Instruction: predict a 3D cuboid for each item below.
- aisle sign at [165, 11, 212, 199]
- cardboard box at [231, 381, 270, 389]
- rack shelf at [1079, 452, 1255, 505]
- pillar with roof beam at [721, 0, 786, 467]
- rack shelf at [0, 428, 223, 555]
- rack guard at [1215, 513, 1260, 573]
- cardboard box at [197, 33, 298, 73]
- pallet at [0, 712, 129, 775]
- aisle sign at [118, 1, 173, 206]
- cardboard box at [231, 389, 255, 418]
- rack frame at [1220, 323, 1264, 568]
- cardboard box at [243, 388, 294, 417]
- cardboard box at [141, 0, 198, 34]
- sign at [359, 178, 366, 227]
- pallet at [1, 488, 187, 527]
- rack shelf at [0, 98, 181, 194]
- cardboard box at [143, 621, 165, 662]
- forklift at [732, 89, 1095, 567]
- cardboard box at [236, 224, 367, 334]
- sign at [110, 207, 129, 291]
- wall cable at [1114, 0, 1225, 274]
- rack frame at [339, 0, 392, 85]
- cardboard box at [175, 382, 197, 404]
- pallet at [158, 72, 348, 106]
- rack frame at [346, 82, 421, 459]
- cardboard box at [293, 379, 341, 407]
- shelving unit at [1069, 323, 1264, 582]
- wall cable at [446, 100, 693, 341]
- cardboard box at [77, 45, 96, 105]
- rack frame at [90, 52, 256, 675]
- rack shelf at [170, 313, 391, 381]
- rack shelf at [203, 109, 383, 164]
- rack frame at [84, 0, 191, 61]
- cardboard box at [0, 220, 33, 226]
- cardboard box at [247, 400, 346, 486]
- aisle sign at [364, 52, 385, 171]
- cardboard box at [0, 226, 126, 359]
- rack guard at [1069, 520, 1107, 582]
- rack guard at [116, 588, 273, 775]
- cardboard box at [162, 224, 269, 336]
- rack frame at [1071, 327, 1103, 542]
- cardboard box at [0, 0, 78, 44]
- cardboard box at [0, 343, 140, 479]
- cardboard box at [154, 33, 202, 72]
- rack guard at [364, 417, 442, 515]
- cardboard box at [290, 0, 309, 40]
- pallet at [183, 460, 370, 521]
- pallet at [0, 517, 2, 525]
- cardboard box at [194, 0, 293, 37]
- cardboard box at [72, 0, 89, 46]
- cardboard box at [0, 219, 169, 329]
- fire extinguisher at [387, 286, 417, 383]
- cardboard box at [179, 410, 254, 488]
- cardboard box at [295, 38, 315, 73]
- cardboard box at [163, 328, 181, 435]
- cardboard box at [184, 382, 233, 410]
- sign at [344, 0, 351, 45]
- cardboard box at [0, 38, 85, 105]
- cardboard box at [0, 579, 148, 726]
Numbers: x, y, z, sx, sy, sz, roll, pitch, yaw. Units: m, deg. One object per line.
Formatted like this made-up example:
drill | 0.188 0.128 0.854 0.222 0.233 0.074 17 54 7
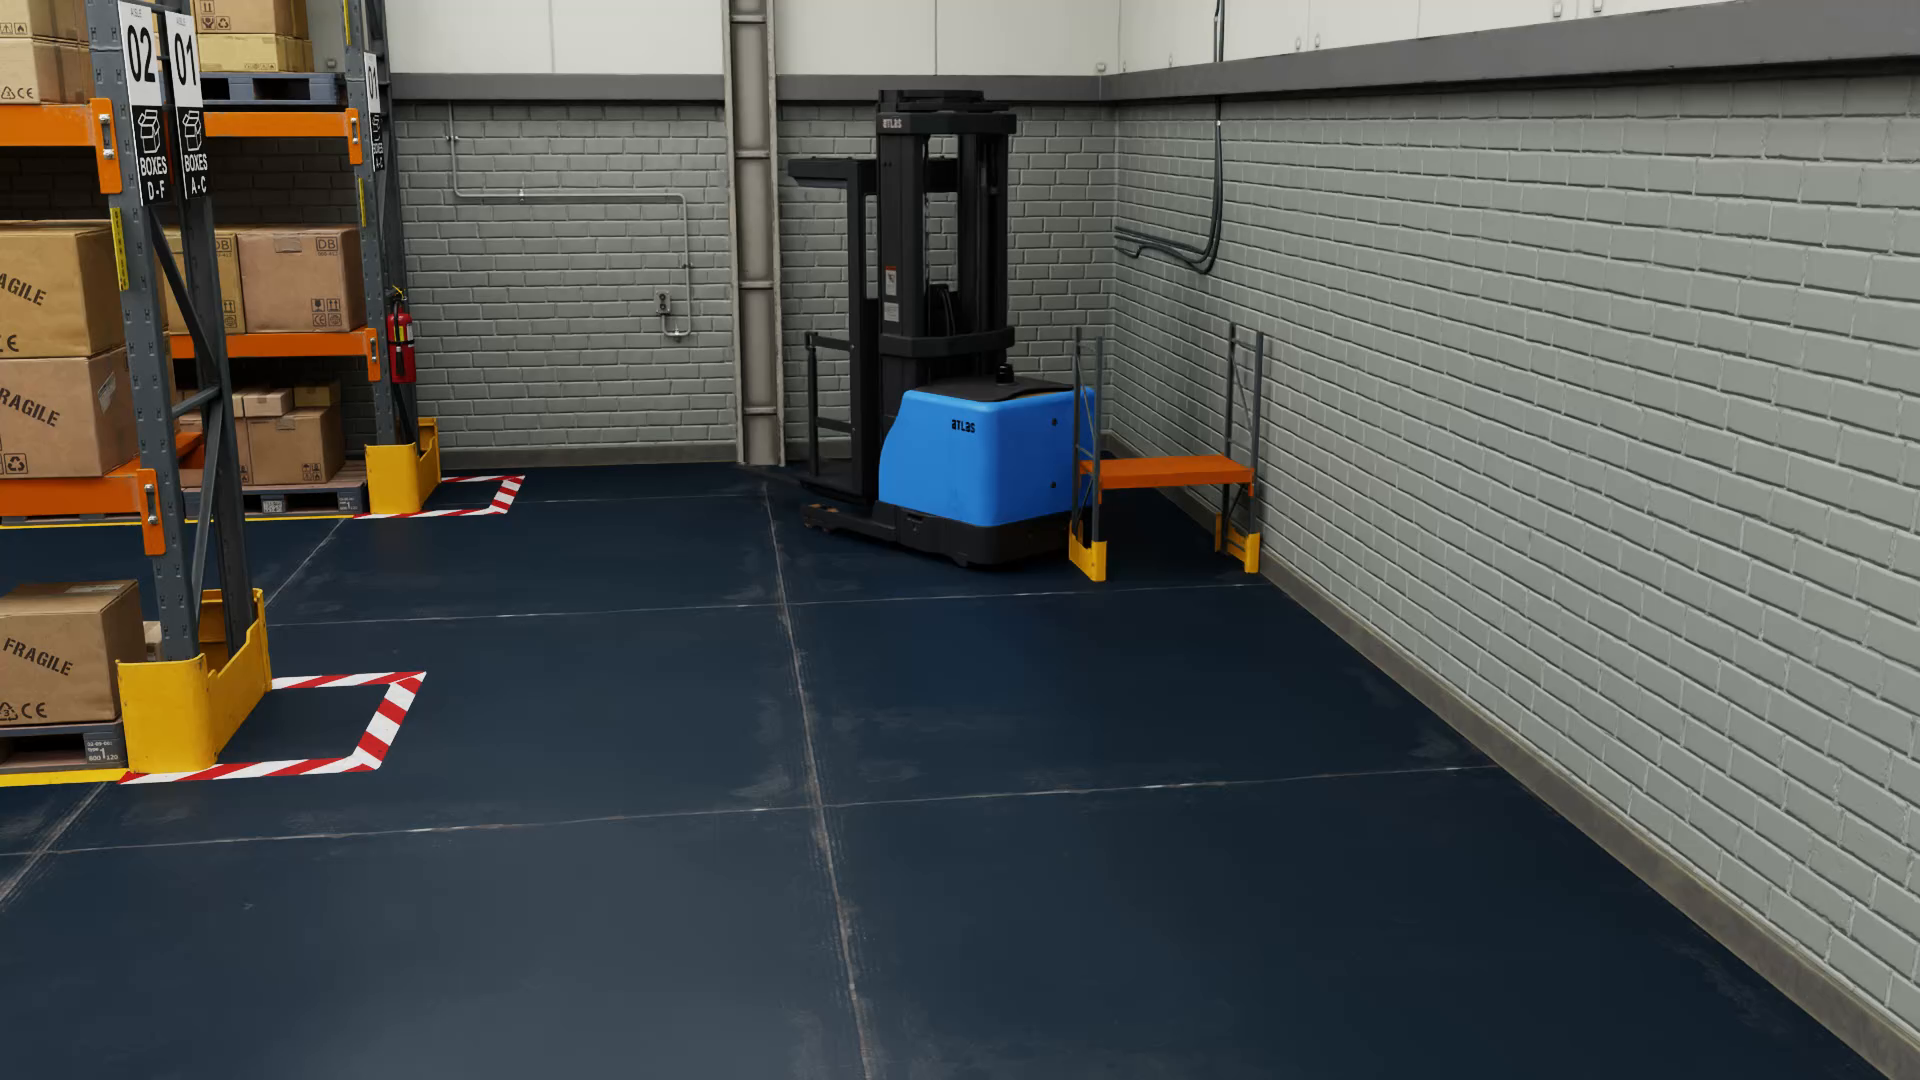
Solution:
aisle sign | -3.420 -1.924 7.381 0.004 0.787 0.394 -2 14 -8
cardboard box | -5.269 -1.071 12.270 0.250 0.149 0.380 -2 14 -8
rack shelf | 1.278 -0.391 10.439 1.000 0.185 0.538 -3 14 -12
pillar with roof beam | -1.003 -3.961 8.518 0.400 9.000 9.100 -2 14 -8
rack shelf | -5.421 -0.168 7.205 4.000 0.370 1.077 -2 14 -8
rack guard | 1.773 0.014 10.651 0.087 0.250 0.587 -3 14 -12
cardboard box | -4.870 -3.325 11.386 0.500 0.250 0.500 -2 14 -7
pallet | -4.307 0.795 7.618 1.213 0.211 1.003 -2 14 -8
aisle sign | -3.330 -1.779 6.806 0.004 0.787 0.394 -2 14 -8
cardboard box | -5.215 -0.979 11.903 0.250 0.149 0.380 -2 14 -7
rack frame | 1.775 -0.592 10.499 0.032 1.500 0.500 -3 14 -12
cardboard box | -4.962 -0.989 11.940 0.250 0.149 0.380 -2 14 -9
cardboard box | -5.365 -3.671 11.226 0.500 0.500 0.500 -2 14 -7
sign | -4.118 -2.326 11.465 0.005 0.325 0.100 -2 14 -8
pallet | -6.168 -0.337 12.132 1.213 0.211 1.003 -2 14 -8
rack shelf | -5.421 -1.623 6.840 4.000 0.370 1.077 -2 14 -8
cardboard box | -3.909 0.512 7.968 0.250 0.149 0.380 -2 14 -8
forklift | -0.461 -1.546 11.362 1.130 2.935 3.031 -12 19 -41
cardboard box | -4.688 -1.906 12.037 0.700 0.700 0.980 -1 14 -6
sign | -3.381 -1.170 6.691 0.005 0.325 0.100 -2 14 -8
wall cable | 1.461 -3.304 12.279 0.112 2.526 3.097 -2 14 -8
rack frame | -4.185 -4.691 11.427 0.127 3.000 1.000 -2 14 -8
cardboard box | -5.768 -1.053 12.196 0.250 0.149 0.380 -2 14 -8
pallet | -4.917 -3.163 11.685 1.213 0.211 1.003 -2 14 -8
rack frame | -4.185 -1.781 12.157 0.127 3.000 1.000 -2 14 -8
cardboard box | -4.769 -1.090 12.344 0.250 0.149 0.380 -2 14 -8
shelving unit | 1.287 -0.566 10.397 1.083 1.500 0.587 -3 14 -12
wall cable | -3.060 -2.548 13.125 1.851 1.984 0.084 -2 14 -8
cardboard box | -3.989 -2.014 7.229 0.500 0.250 0.500 -2 14 -8
rack frame | -3.443 -0.589 7.406 0.127 3.000 1.000 -2 14 -8
rack shelf | -6.163 -1.359 11.955 4.000 0.370 1.077 -2 14 -8
rack shelf | -6.163 -2.814 11.590 4.000 0.370 1.077 -2 14 -8
rack frame | -3.443 -3.499 6.676 0.127 3.000 1.000 -2 14 -8
cardboard box | -4.437 -1.150 7.378 0.500 0.500 0.500 -2 14 -8
cardboard box | -4.862 -0.723 12.213 0.500 0.500 0.700 -2 14 -8
aisle sign | -4.069 -2.972 11.563 0.004 0.787 0.394 -2 14 -8
cardboard box | -3.843 -1.041 6.944 0.500 0.500 0.500 -2 14 -9
rack guard | 0.800 0.066 10.447 0.087 0.250 0.587 -3 14 -12
rack guard | -3.519 0.626 7.699 0.348 0.500 1.175 -2 14 -8
cardboard box | -5.406 -1.876 11.921 0.700 0.700 0.980 -2 14 -9
rack frame | 0.781 -0.540 10.291 0.032 1.500 0.500 -3 14 -12
cardboard box | -3.914 -2.134 6.680 0.500 0.250 0.500 -2 14 -8
cardboard box | -3.846 -0.556 7.068 0.500 0.500 0.500 -2 14 -7
cardboard box | -5.384 -3.306 11.310 0.500 0.250 0.500 -3 14 -10
rack guard | -4.161 -0.569 12.464 0.348 0.500 1.175 -2 14 -8
cardboard box | -4.943 -3.811 11.782 0.500 0.500 0.500 -3 14 -10
pallet | -4.964 -0.381 12.305 1.213 0.211 1.003 -2 14 -8
pallet | -7.377 -0.292 11.953 1.213 0.211 1.003 -2 14 -8
cardboard box | -4.868 -3.687 11.288 0.500 0.500 0.500 -2 14 -8
cardboard box | -3.990 -2.258 7.174 0.500 0.250 0.500 -2 14 -8
cardboard box | -3.922 -1.170 7.461 0.500 0.500 0.500 -2 14 -7
fire extinguisher | -3.967 -1.457 11.791 0.183 0.674 0.296 -2 14 -8
cardboard box | -5.357 -0.705 12.140 0.500 0.500 0.700 -2 14 -8
cardboard box | -4.944 -3.448 11.877 0.500 0.250 0.500 -1 14 -5
cardboard box | -3.922 -0.685 7.583 0.500 0.500 0.500 -2 14 -7
cardboard box | -5.517 -1.062 12.234 0.250 0.149 0.380 -2 14 -8
sign | -4.118 -3.496 11.171 0.005 0.325 0.100 -2 14 -8
cardboard box | -3.912 -1.890 6.732 0.500 0.250 0.500 -2 14 -8
cardboard box | -3.944 0.489 7.342 0.500 0.500 0.500 -2 14 -8
